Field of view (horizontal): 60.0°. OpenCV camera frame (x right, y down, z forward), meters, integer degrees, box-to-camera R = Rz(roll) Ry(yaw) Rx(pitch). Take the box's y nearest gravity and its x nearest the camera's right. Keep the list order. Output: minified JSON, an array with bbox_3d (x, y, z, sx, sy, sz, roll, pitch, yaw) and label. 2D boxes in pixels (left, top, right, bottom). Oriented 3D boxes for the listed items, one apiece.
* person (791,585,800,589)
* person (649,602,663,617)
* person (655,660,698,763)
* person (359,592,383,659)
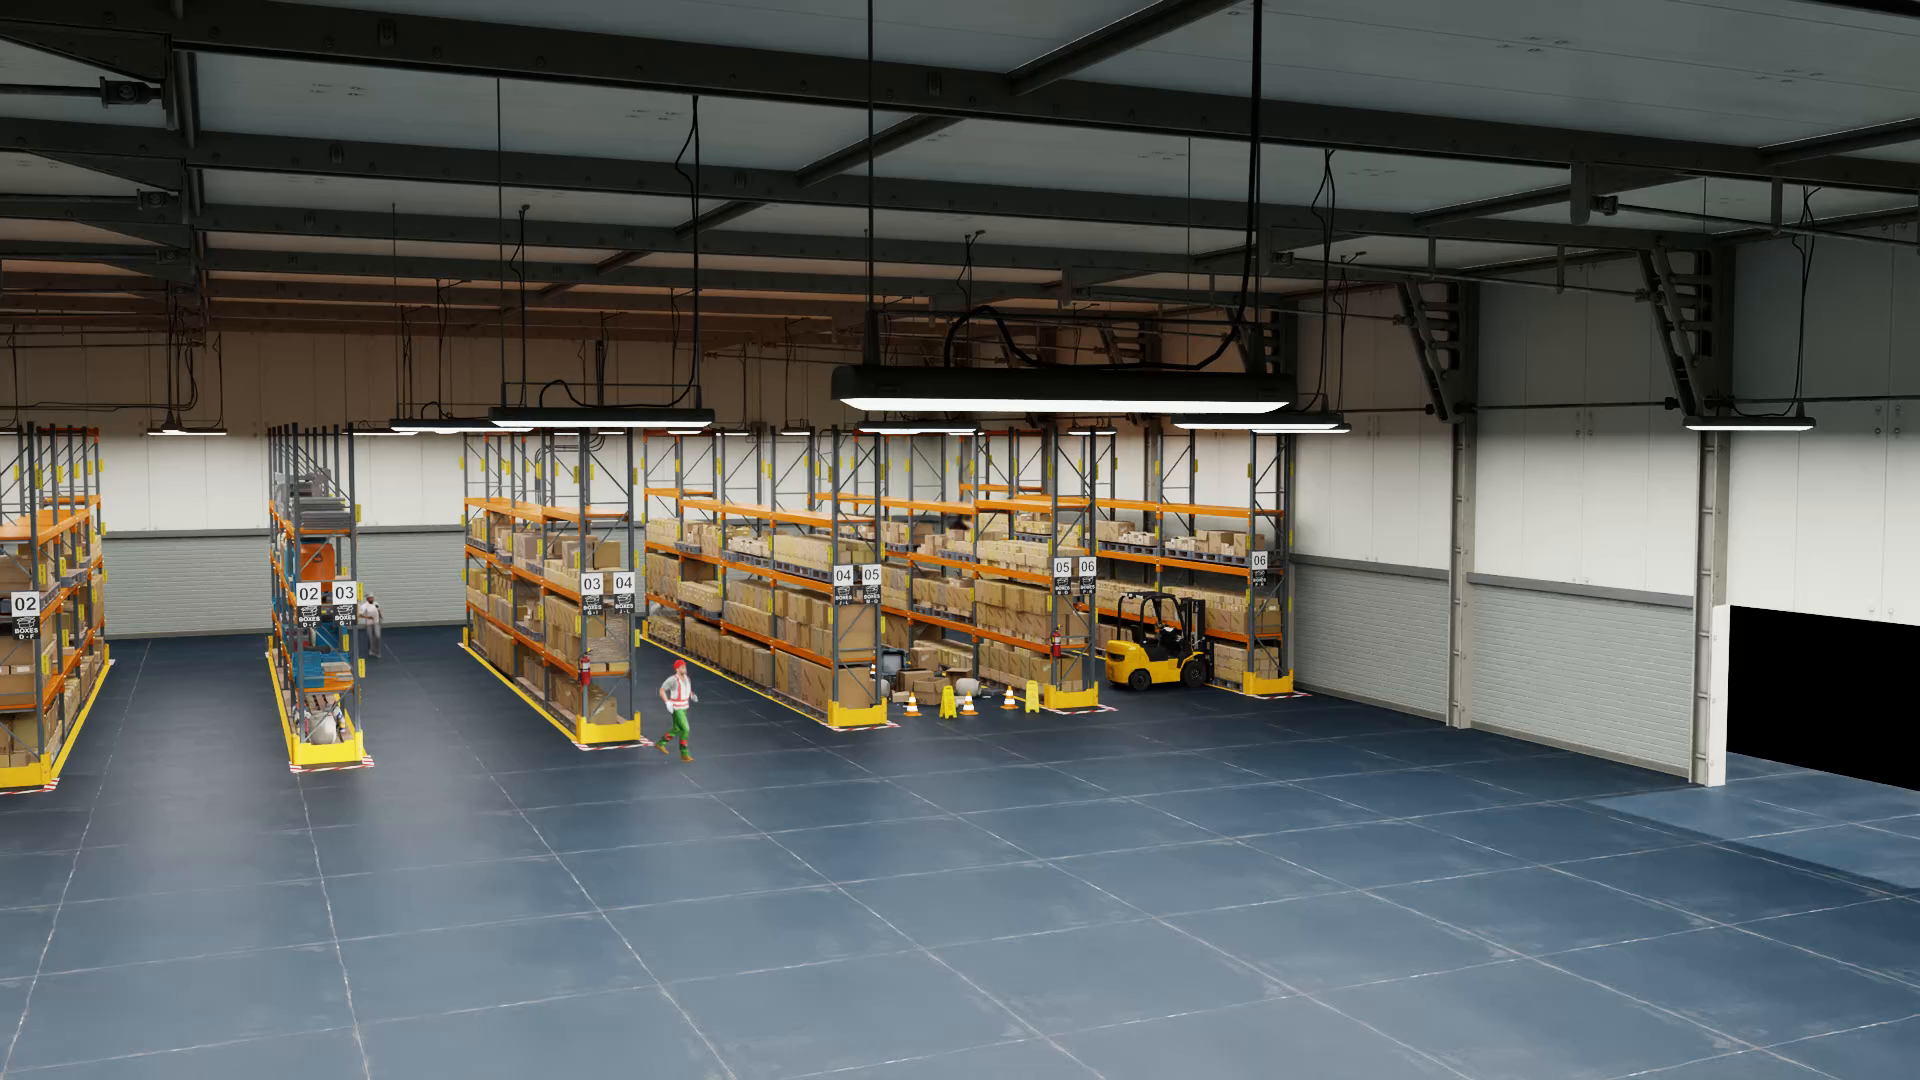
[{"bbox_3d":[-4.411,2.122,44.666,0.636,1.850,0.758,-2,4,-34],"label":"person"},{"bbox_3d":[-8.906,1.848,49.173,0.650,1.753,0.720,-2,4,-24],"label":"person"},{"bbox_3d":[-5.051,3.024,29.575,0.855,1.826,0.650,1,4,23],"label":"person"},{"bbox_3d":[-15.393,2.238,43.442,0.609,1.774,0.709,-3,4,-39],"label":"person"}]
